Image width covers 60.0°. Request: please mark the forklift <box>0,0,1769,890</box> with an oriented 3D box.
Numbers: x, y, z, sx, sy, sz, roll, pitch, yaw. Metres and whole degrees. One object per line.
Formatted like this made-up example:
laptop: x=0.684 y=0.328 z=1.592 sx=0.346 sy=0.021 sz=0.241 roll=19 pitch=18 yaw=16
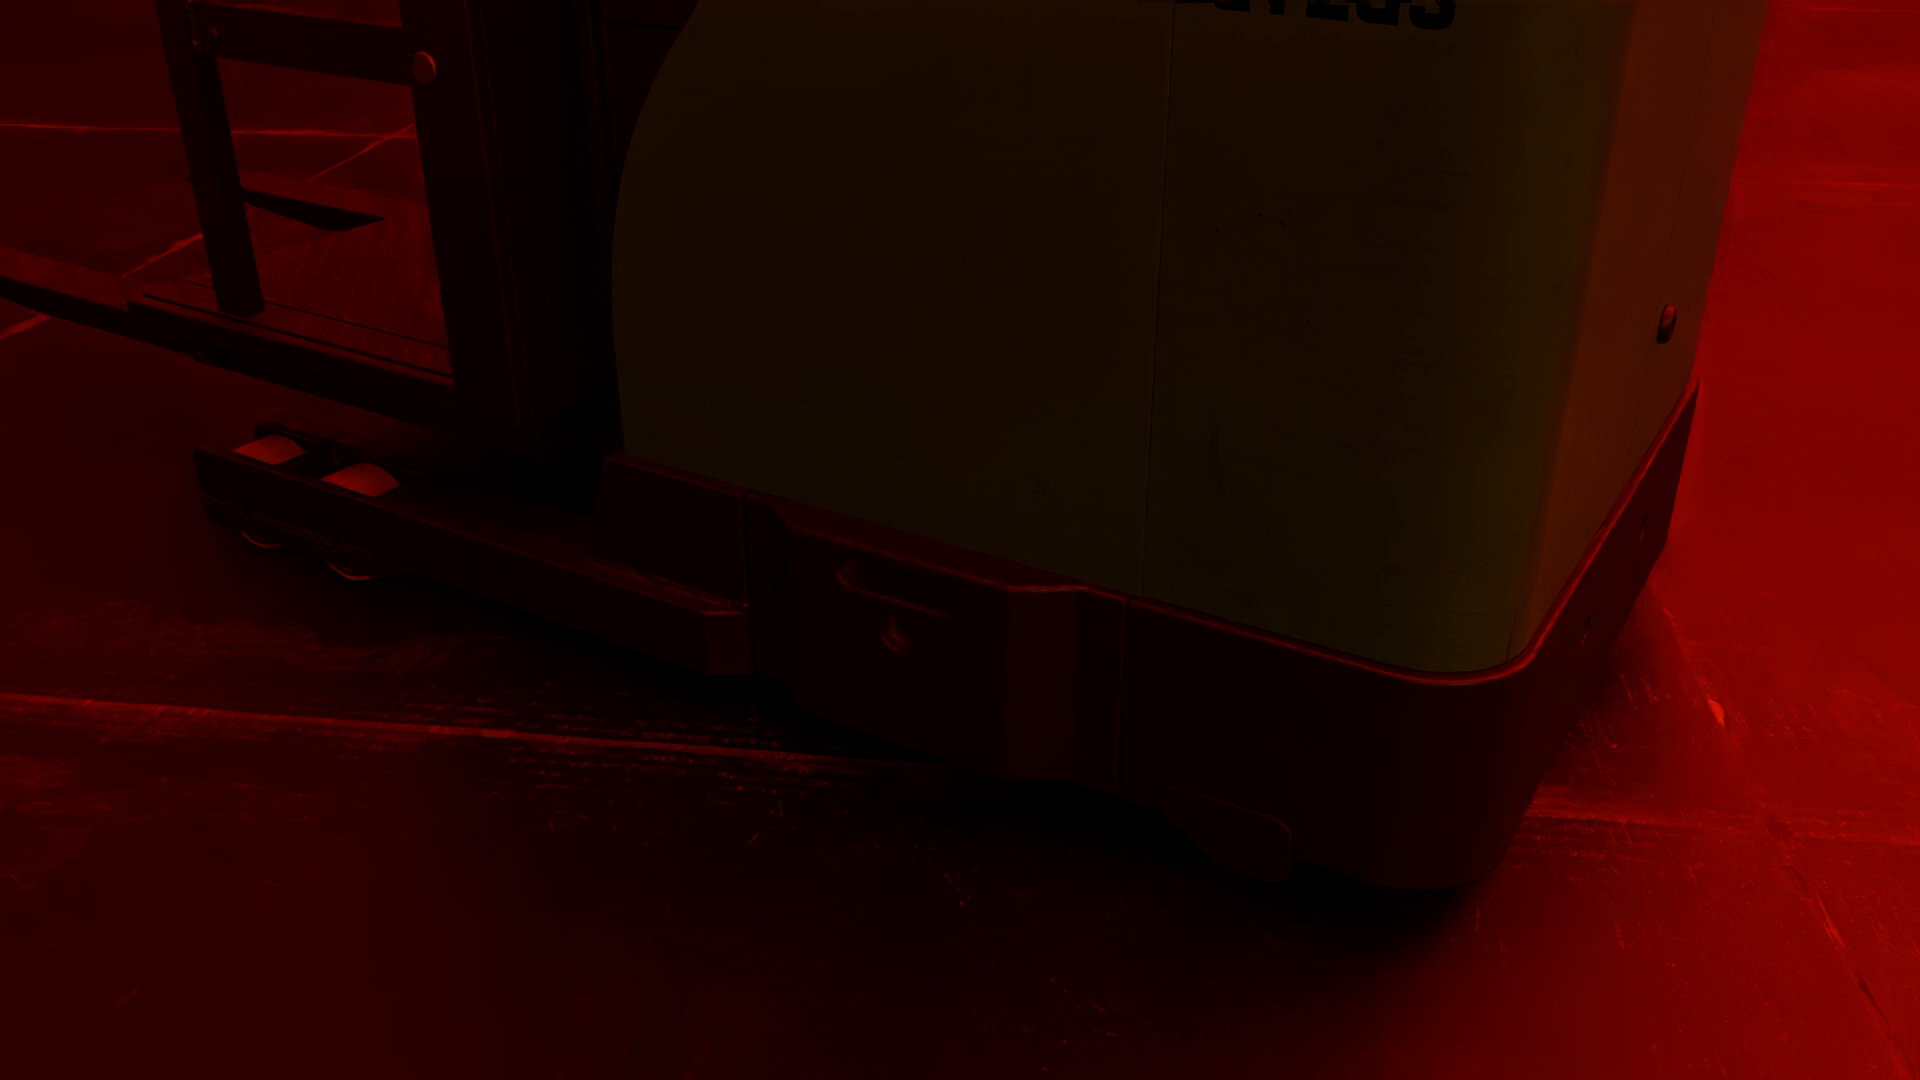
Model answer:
forklift: x=-0.524 y=-1.436 z=2.096 sx=3.031 sy=2.935 sz=1.130 roll=15 pitch=30 yaw=28
